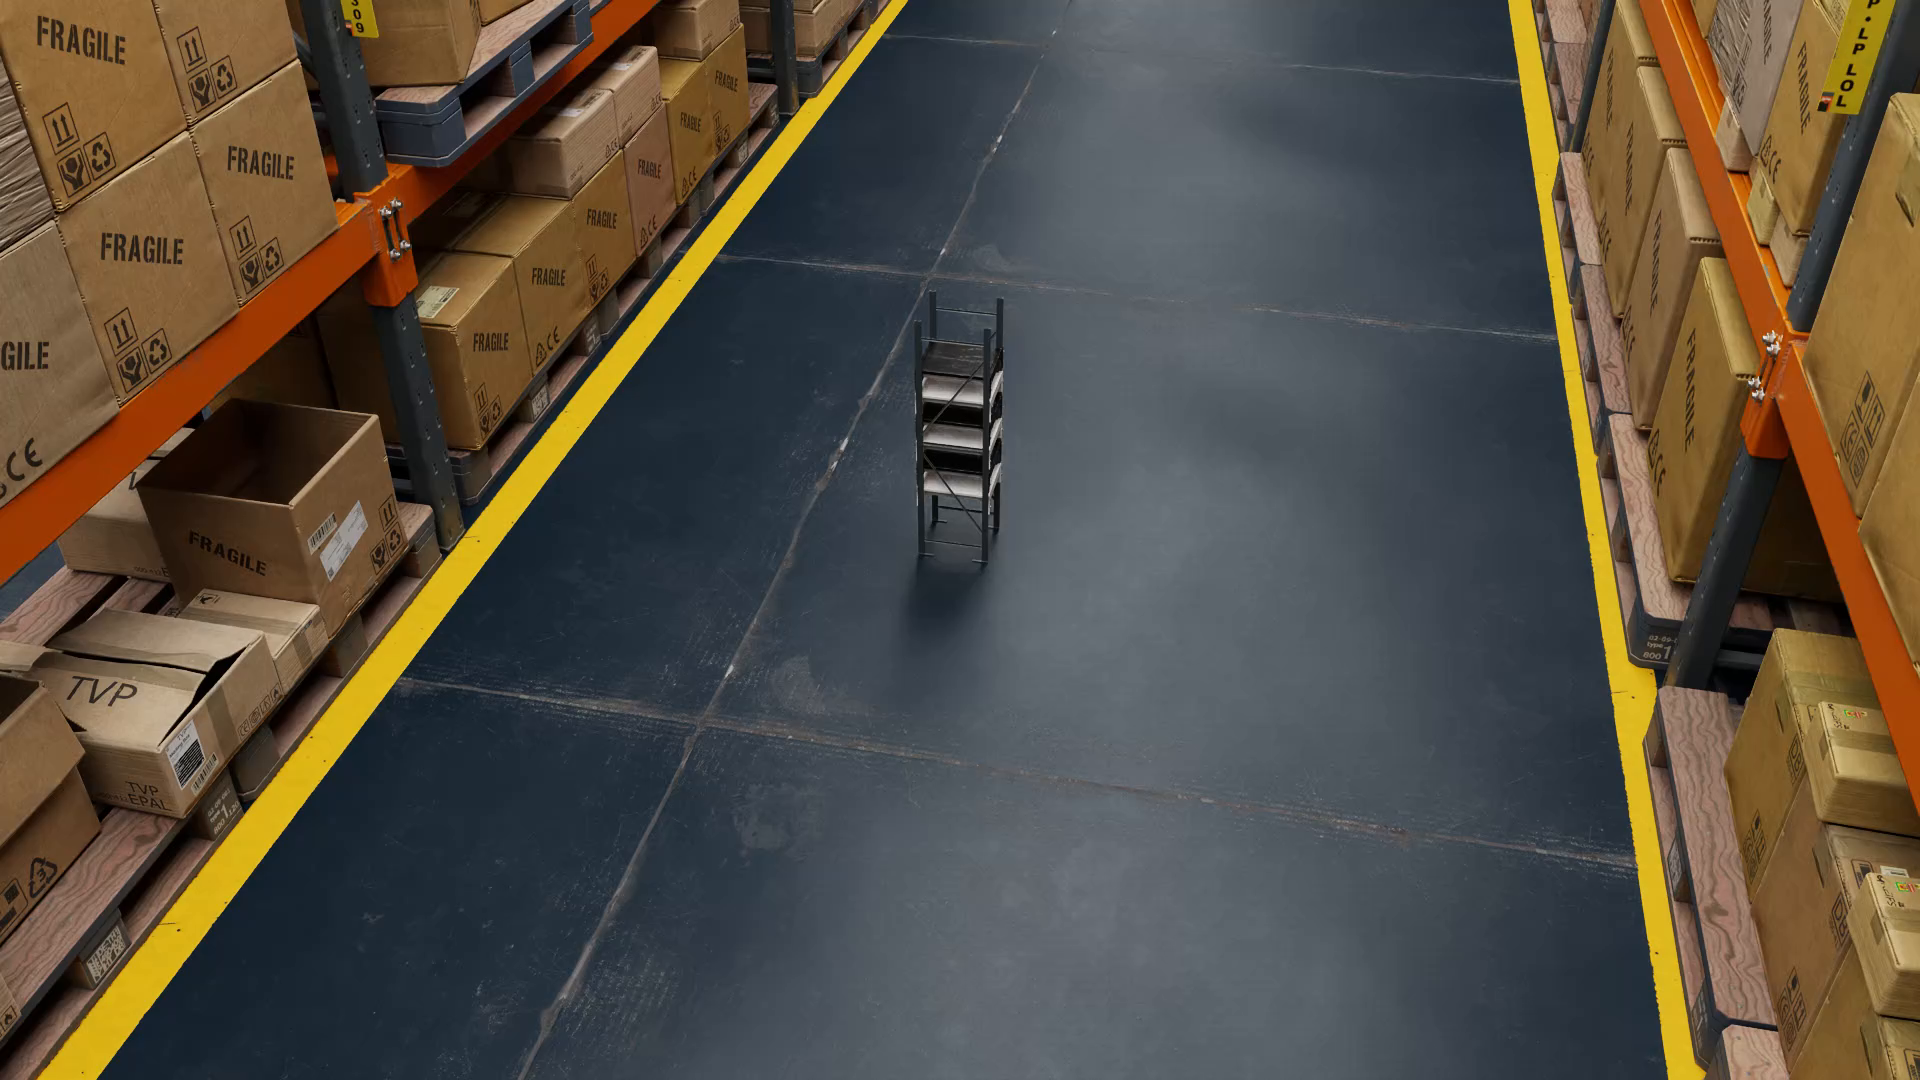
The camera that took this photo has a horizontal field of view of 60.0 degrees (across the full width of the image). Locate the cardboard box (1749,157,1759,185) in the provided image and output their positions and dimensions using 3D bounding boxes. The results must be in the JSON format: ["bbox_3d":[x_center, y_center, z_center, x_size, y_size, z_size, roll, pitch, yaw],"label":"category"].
[{"bbox_3d":[2.547,-1.074,4.873,0.380,0.149,0.250,8,37,11],"label":"cardboard box"}]

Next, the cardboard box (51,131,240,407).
[{"bbox_3d":[-2.184,-0.693,4.064,0.500,0.500,0.500,8,37,11],"label":"cardboard box"}]

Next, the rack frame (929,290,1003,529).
[{"bbox_3d":[0.020,-0.418,5.560,0.240,0.900,0.006,7,37,10],"label":"rack frame"}]

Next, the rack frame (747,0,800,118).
[{"bbox_3d":[-1.365,-3.560,8.105,1.000,3.000,0.127,7,37,10],"label":"rack frame"}]

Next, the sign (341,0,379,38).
[{"bbox_3d":[-1.687,-1.553,4.600,0.100,0.325,0.005,7,37,10],"label":"sign"}]

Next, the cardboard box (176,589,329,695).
[{"bbox_3d":[-2.085,0.294,4.842,0.380,0.149,0.250,7,37,10],"label":"cardboard box"}]

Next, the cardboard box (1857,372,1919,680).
[{"bbox_3d":[2.328,-0.042,2.997,0.980,0.700,0.700,6,36,9],"label":"cardboard box"}]

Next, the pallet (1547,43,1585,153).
[{"bbox_3d":[3.644,-2.260,8.688,1.003,0.211,1.213,7,37,10],"label":"pallet"}]

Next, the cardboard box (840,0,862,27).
[{"bbox_3d":[-0.859,-3.168,9.550,0.500,0.250,0.500,6,36,9],"label":"cardboard box"}]

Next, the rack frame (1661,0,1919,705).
[{"bbox_3d":[2.621,-0.648,4.088,1.000,3.000,0.127,7,37,10],"label":"rack frame"}]

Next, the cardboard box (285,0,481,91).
[{"bbox_3d":[-1.899,-1.721,5.125,0.700,0.500,0.500,-4,36,-6],"label":"cardboard box"}]

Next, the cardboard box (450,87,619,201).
[{"bbox_3d":[-1.664,-1.556,6.457,0.500,0.250,0.500,7,37,10],"label":"cardboard box"}]

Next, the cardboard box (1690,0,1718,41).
[{"bbox_3d":[2.790,-1.981,5.571,0.500,0.500,0.500,8,37,11],"label":"cardboard box"}]

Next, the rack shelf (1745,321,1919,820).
[{"bbox_3d":[2.194,0.790,2.717,1.077,0.370,4.000,7,37,10],"label":"rack shelf"}]

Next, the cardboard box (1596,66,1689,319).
[{"bbox_3d":[2.997,-1.334,6.509,0.750,0.750,0.750,7,37,10],"label":"cardboard box"}]

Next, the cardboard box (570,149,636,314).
[{"bbox_3d":[-1.661,-1.272,6.704,0.500,0.500,0.500,8,37,11],"label":"cardboard box"}]

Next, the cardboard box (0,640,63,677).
[{"bbox_3d":[-2.695,0.413,4.663,0.380,0.166,0.250,7,37,10],"label":"cardboard box"}]

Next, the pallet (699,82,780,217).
[{"bbox_3d":[-1.561,-2.007,8.340,1.003,0.211,1.213,7,37,10],"label":"pallet"}]

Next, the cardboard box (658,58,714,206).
[{"bbox_3d":[-1.446,-1.863,7.520,0.500,0.500,0.500,6,36,8],"label":"cardboard box"}]

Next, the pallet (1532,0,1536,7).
[{"bbox_3d":[4.165,-3.659,10.618,1.003,0.211,1.213,7,37,10],"label":"pallet"}]

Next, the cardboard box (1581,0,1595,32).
[{"bbox_3d":[3.880,-3.095,9.220,0.700,0.500,0.500,7,37,10],"label":"cardboard box"}]

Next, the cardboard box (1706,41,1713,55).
[{"bbox_3d":[2.862,-1.807,5.884,0.380,0.149,0.250,8,37,10],"label":"cardboard box"}]

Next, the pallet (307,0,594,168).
[{"bbox_3d":[-1.942,-1.633,5.611,1.003,0.211,1.213,7,37,10],"label":"pallet"}]

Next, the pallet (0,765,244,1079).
[{"bbox_3d":[-2.625,0.958,4.249,1.003,0.211,1.213,7,37,10],"label":"pallet"}]

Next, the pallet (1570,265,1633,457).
[{"bbox_3d":[2.971,-0.672,6.497,1.003,0.211,1.213,7,37,10],"label":"pallet"}]

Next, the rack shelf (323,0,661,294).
[{"bbox_3d":[-1.792,-2.122,6.735,1.077,0.370,4.000,7,37,10],"label":"rack shelf"}]

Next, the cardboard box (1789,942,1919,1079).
[{"bbox_3d":[2.139,1.192,3.322,0.700,0.500,0.500,8,37,11],"label":"cardboard box"}]

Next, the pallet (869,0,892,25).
[{"bbox_3d":[-0.888,-3.595,10.530,1.003,0.211,1.213,7,37,10],"label":"pallet"}]

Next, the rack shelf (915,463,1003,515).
[{"bbox_3d":[-0.002,-0.187,5.605,0.258,0.077,0.200,7,37,10],"label":"rack shelf"}]

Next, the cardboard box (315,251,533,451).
[{"bbox_3d":[-1.878,-0.679,5.886,0.500,0.500,0.500,6,36,8],"label":"cardboard box"}]

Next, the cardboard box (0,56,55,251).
[{"bbox_3d":[-2.289,-0.807,3.370,0.500,0.500,0.500,8,37,10],"label":"cardboard box"}]

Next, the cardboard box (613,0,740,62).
[{"bbox_3d":[-1.343,-2.431,7.664,0.500,0.250,0.500,9,37,12],"label":"cardboard box"}]

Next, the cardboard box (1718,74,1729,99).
[{"bbox_3d":[2.731,-1.506,5.469,0.380,0.149,0.250,6,36,9],"label":"cardboard box"}]

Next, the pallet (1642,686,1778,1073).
[{"bbox_3d":[2.382,0.908,4.318,1.003,0.211,1.213,7,37,10],"label":"pallet"}]

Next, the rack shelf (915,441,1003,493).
[{"bbox_3d":[-0.002,-0.260,5.552,0.258,0.077,0.200,7,37,10],"label":"rack shelf"}]

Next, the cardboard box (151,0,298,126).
[{"bbox_3d":[-2.074,-1.389,4.174,0.500,0.500,0.500,7,37,10],"label":"cardboard box"}]

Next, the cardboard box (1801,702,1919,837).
[{"bbox_3d":[2.110,0.521,3.694,0.380,0.149,0.250,8,37,12],"label":"cardboard box"}]

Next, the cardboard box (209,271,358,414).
[{"bbox_3d":[-2.394,-0.751,5.986,0.500,0.500,0.500,7,37,10],"label":"cardboard box"}]

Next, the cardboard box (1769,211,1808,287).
[{"bbox_3d":[2.417,-0.783,4.472,0.380,0.149,0.250,8,37,10],"label":"cardboard box"}]

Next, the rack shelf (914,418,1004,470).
[{"bbox_3d":[-0.002,-0.333,5.499,0.258,0.077,0.200,7,37,10],"label":"rack shelf"}]

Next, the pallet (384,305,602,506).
[{"bbox_3d":[-2.082,-0.608,6.410,1.003,0.211,1.213,7,37,10],"label":"pallet"}]

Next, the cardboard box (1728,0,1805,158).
[{"bbox_3d":[2.573,-1.407,4.779,0.500,0.500,0.500,8,37,10],"label":"cardboard box"}]

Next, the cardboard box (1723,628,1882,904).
[{"bbox_3d":[2.361,0.610,4.124,0.700,0.500,0.500,8,37,11],"label":"cardboard box"}]

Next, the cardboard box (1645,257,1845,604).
[{"bbox_3d":[2.633,-0.336,5.132,0.750,0.750,0.750,8,37,11],"label":"cardboard box"}]

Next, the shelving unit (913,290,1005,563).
[{"bbox_3d":[-0.002,-0.360,5.480,0.258,0.900,0.210,7,37,10],"label":"shelving unit"}]

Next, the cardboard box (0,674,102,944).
[{"bbox_3d":[-2.615,0.644,4.058,0.797,0.503,0.637,7,37,10],"label":"cardboard box"}]
